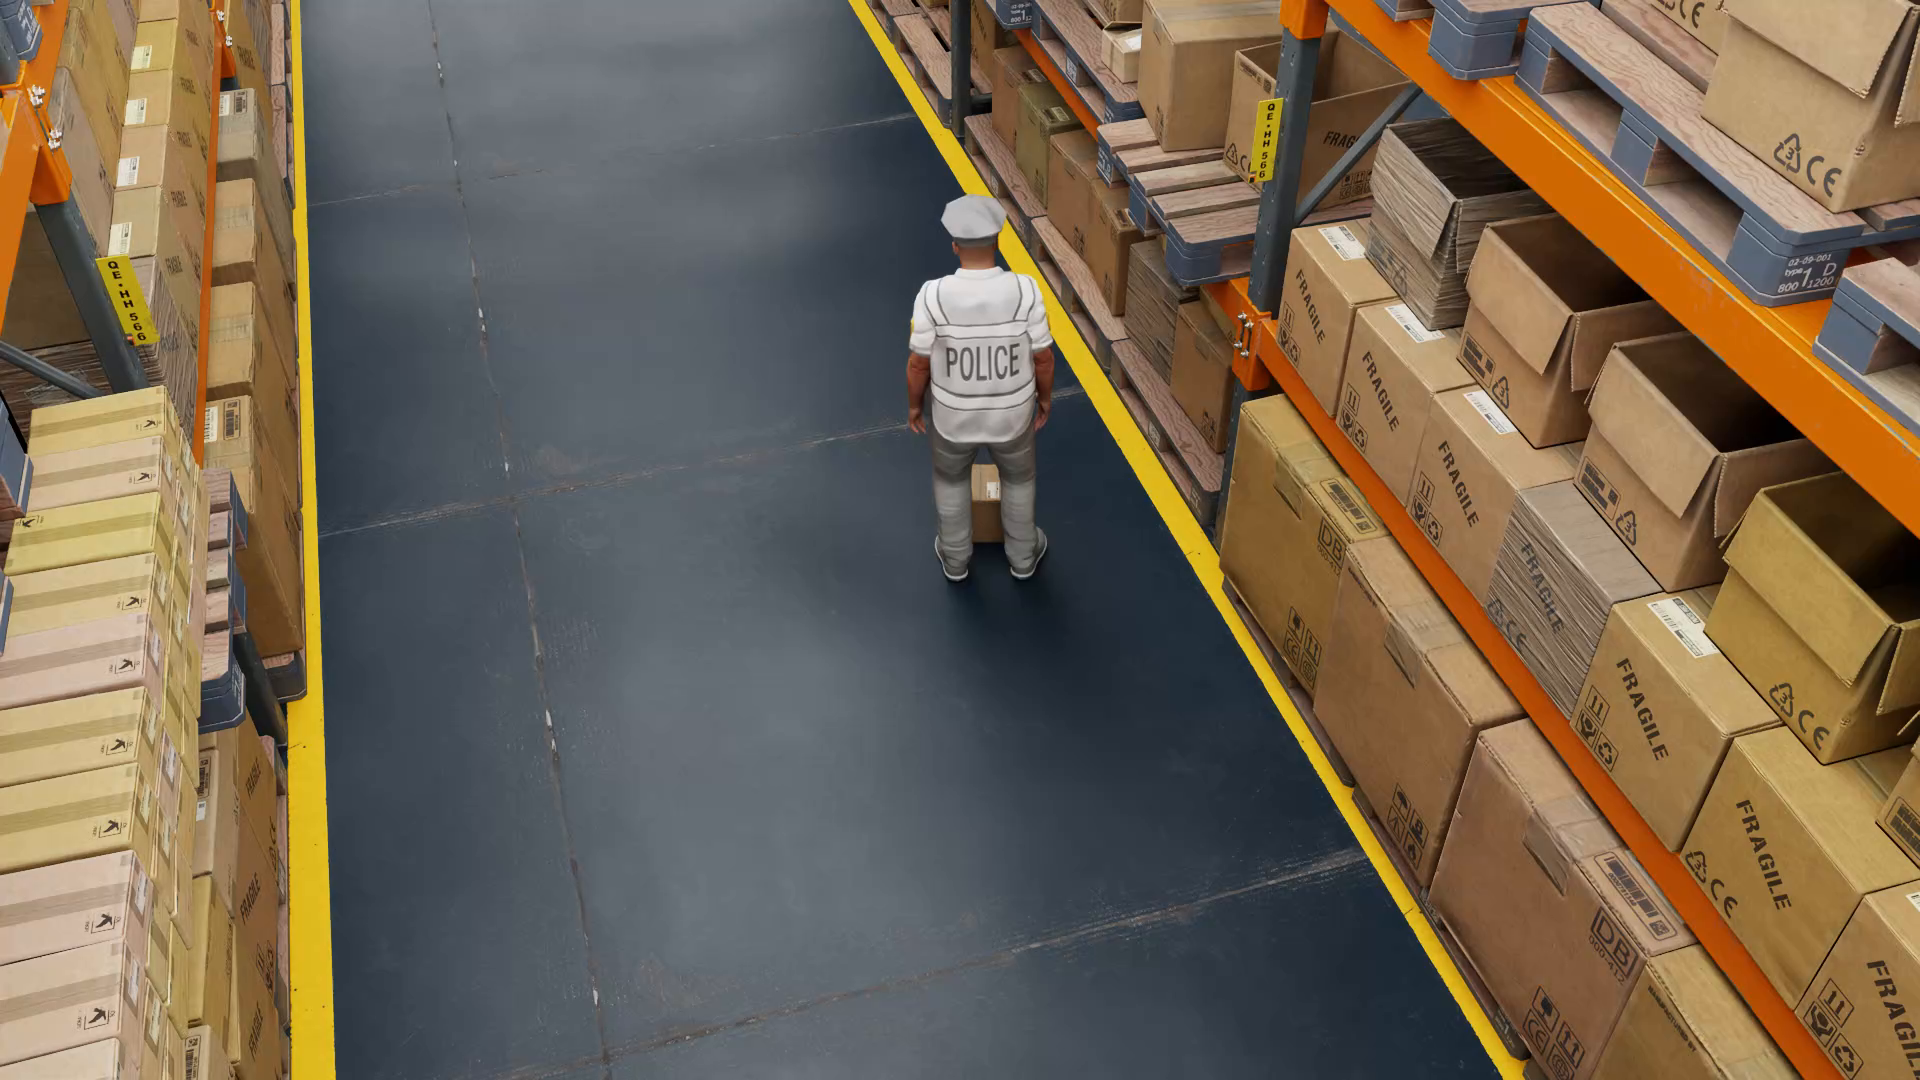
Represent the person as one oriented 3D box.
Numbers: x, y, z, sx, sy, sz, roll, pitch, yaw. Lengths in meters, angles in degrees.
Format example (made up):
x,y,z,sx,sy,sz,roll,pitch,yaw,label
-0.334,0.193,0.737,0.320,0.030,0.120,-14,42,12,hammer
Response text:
x,y,z,sx,sy,sz,roll,pitch,yaw,label
0.090,-0.538,6.751,0.606,1.751,0.430,-1,42,-2,person
